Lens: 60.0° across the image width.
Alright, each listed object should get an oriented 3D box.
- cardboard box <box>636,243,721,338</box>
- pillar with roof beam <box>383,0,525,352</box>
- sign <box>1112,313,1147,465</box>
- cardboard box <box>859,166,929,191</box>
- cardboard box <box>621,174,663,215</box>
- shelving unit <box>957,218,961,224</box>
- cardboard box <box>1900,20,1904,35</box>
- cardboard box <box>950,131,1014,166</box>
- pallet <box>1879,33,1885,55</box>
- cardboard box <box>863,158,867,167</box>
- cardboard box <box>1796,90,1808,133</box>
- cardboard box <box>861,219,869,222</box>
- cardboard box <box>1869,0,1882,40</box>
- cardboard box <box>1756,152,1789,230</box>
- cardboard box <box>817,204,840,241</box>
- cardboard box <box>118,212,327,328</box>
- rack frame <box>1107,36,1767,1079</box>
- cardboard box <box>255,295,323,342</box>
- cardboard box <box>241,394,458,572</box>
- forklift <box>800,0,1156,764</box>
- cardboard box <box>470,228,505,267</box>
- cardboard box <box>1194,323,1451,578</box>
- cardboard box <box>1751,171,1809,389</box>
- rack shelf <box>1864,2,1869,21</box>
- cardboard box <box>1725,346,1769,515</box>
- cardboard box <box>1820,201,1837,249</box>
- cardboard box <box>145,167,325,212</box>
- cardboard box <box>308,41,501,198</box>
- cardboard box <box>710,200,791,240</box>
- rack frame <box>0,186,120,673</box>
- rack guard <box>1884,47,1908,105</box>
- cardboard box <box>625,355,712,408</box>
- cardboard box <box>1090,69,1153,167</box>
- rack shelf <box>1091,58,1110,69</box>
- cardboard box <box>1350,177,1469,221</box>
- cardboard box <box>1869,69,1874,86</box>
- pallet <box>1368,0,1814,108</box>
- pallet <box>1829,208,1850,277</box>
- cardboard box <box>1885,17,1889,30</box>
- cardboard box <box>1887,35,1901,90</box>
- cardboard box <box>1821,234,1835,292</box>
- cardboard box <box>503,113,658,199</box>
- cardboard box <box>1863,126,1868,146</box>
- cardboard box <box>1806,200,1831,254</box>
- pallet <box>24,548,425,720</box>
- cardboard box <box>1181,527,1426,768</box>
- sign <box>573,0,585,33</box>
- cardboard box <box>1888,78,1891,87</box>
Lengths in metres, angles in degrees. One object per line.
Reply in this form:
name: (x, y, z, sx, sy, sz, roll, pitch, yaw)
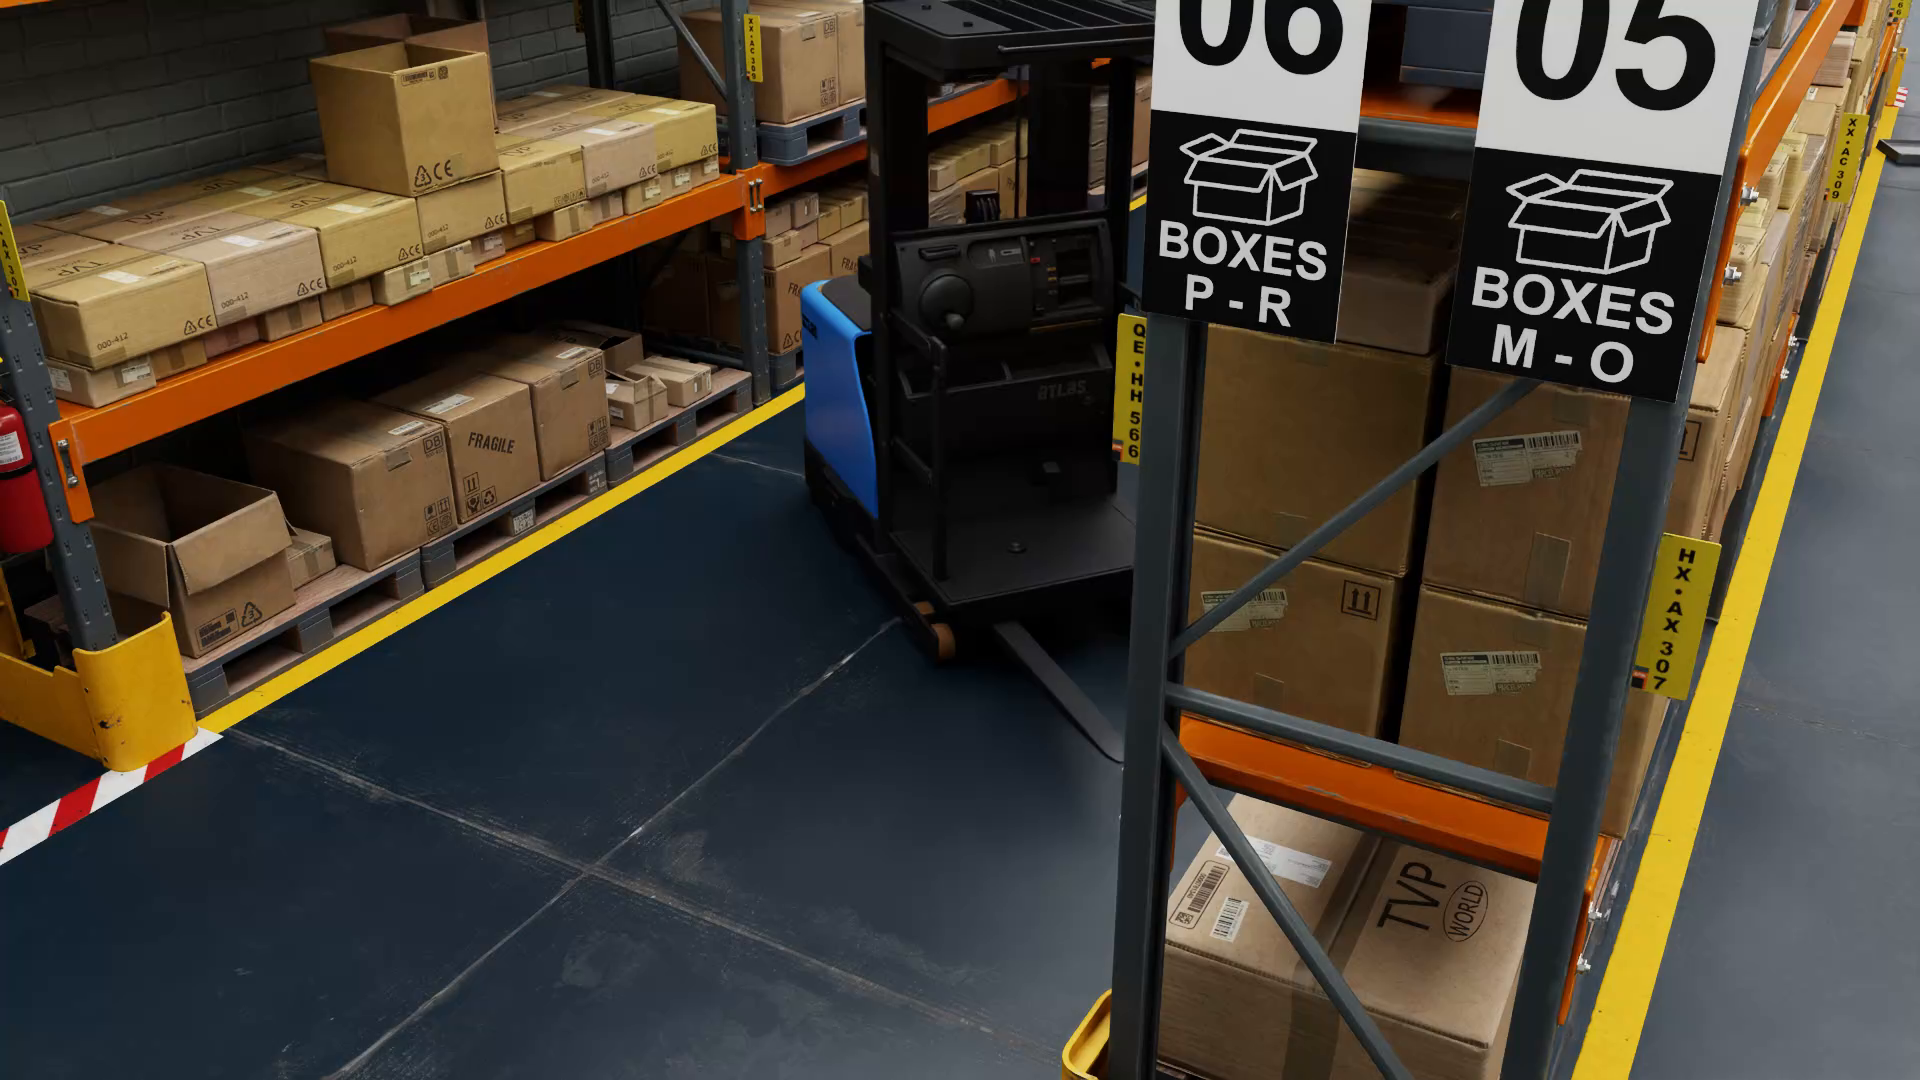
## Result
cardboard box: (-1.538, -1.535, 9.790, 0.500, 0.500, 0.500, 14, 30, 26)
pillar with roof beam: (1.099, -3.871, 5.430, 9.100, 9.000, 0.400, 14, 30, 26)
sign: (0.368, -0.307, 3.454, 0.100, 0.325, 0.005, 14, 30, 26)
cardboard box: (-0.419, -2.285, 10.561, 0.380, 0.149, 0.250, 14, 30, 26)
cardboard box: (-1.675, -1.704, 8.083, 0.380, 0.149, 0.250, 15, 30, 27)
shelving unit: (0.262, -1.060, 8.526, 0.503, 1.200, 0.258, -12, 29, -22)
cardboard box: (7.757, -4.331, 14.091, 0.380, 0.149, 0.250, 16, 31, 29)
cardboard box: (0.148, -2.674, 11.339, 0.380, 0.149, 0.250, 13, 29, 24)
pallet: (5.707, -3.371, 11.347, 1.003, 0.211, 1.213, 14, 30, 26)
cardboard box: (-0.672, -2.478, 10.947, 0.380, 0.149, 0.250, 14, 30, 26)
cardboard box: (2.371, -1.327, 5.097, 0.380, 0.149, 0.250, 14, 30, 26)
cardboard box: (-0.585, -1.821, 10.360, 0.500, 0.500, 0.500, 13, 29, 25)
cardboard box: (3.992, -2.320, 7.804, 0.500, 0.500, 0.500, 14, 30, 25)
cardboard box: (1.900, -0.920, 4.284, 0.380, 0.149, 0.250, 14, 30, 27)
cardboard box: (-0.929, -1.878, 9.749, 0.380, 0.149, 0.250, 13, 29, 23)
cardboard box: (-2.784, -1.030, 6.292, 0.500, 0.250, 0.500, 15, 30, 27)
rack frame: (0.834, 0.442, 3.517, 1.000, 3.000, 0.127, 14, 30, 26)
cardboard box: (-2.728, -0.910, 6.497, 0.380, 0.149, 0.250, 15, 30, 28)
cardboard box: (-2.652, -0.262, 7.246, 0.700, 0.500, 0.500, 16, 31, 28)
forklift: (0.274, -1.027, 6.528, 1.130, 2.935, 3.031, -11, 28, -20)
cardboard box: (-2.234, -1.319, 7.315, 0.380, 0.149, 0.250, 14, 30, 26)
cardboard box: (0.863, -0.291, 3.751, 0.500, 0.500, 0.500, 15, 30, 28)
cardboard box: (2.057, -0.774, 4.717, 0.500, 0.500, 0.500, 14, 30, 26)
rack shelf: (3.785, -2.916, 7.678, 1.077, 0.370, 4.000, 14, 30, 26)
cardboard box: (2.042, -0.323, 4.934, 0.500, 0.500, 0.500, 15, 30, 28)
cardboard box: (3.767, -1.562, 7.687, 0.500, 0.250, 0.500, 14, 30, 26)
cardboard box: (-2.992, -1.346, 6.924, 0.500, 0.250, 0.500, 15, 30, 28)
cardboard box: (-2.294, -1.754, 6.899, 0.500, 0.500, 0.500, 15, 30, 27)
cardboard box: (-1.167, -1.797, 9.254, 0.380, 0.149, 0.250, 14, 30, 25)
rack frame: (-3.490, -0.650, 5.698, 1.000, 3.000, 0.127, 14, 30, 26)
rack guard: (8.667, -4.647, 16.474, 1.175, 0.500, 0.348, 14, 30, 26)
cardboard box: (-1.540, -0.840, 8.793, 0.380, 0.149, 0.250, 13, 29, 25)
cardboard box: (1.079, -3.390, 13.355, 0.875, 0.625, 0.625, 15, 30, 28)
rack shelf: (1.430, -4.226, 13.644, 1.077, 0.370, 4.000, 14, 30, 26)
cardboard box: (0.993, -0.748, 3.939, 0.380, 0.149, 0.250, 14, 30, 26)
cardboard box: (4.752, -2.588, 9.178, 0.500, 0.250, 0.500, 14, 30, 26)
pallet: (1.189, -1.152, 3.448, 1.003, 0.211, 1.213, 14, 30, 26)
pallet: (5.756, -2.207, 11.923, 1.003, 0.211, 1.213, 14, 30, 26)
cardboard box: (5.442, -3.371, 10.220, 0.500, 0.500, 0.500, 16, 31, 29)
cardboard box: (7.772, -4.112, 14.378, 0.500, 0.500, 0.500, 16, 31, 29)
cardboard box: (5.056, -1.907, 10.675, 0.950, 0.372, 0.625, 12, 29, 23)
cardboard box: (-1.794, -1.824, 7.878, 0.500, 0.250, 0.500, 14, 30, 26)
cardboard box: (6.481, -3.043, 12.944, 0.950, 0.372, 0.625, 15, 30, 27)
cardboard box: (3.263, -1.383, 6.771, 0.500, 0.250, 0.500, 13, 30, 25)
pallet: (-3.061, 0.256, 7.002, 1.003, 0.211, 1.213, 14, 30, 26)
cardboard box: (0.840, 0.151, 3.987, 0.500, 0.500, 0.500, 14, 30, 26)
sign: (-2.007, -2.848, 8.794, 0.100, 0.325, 0.005, 14, 30, 26)
cardboard box: (8.279, -4.178, 15.348, 0.500, 0.250, 0.500, 14, 30, 26)
